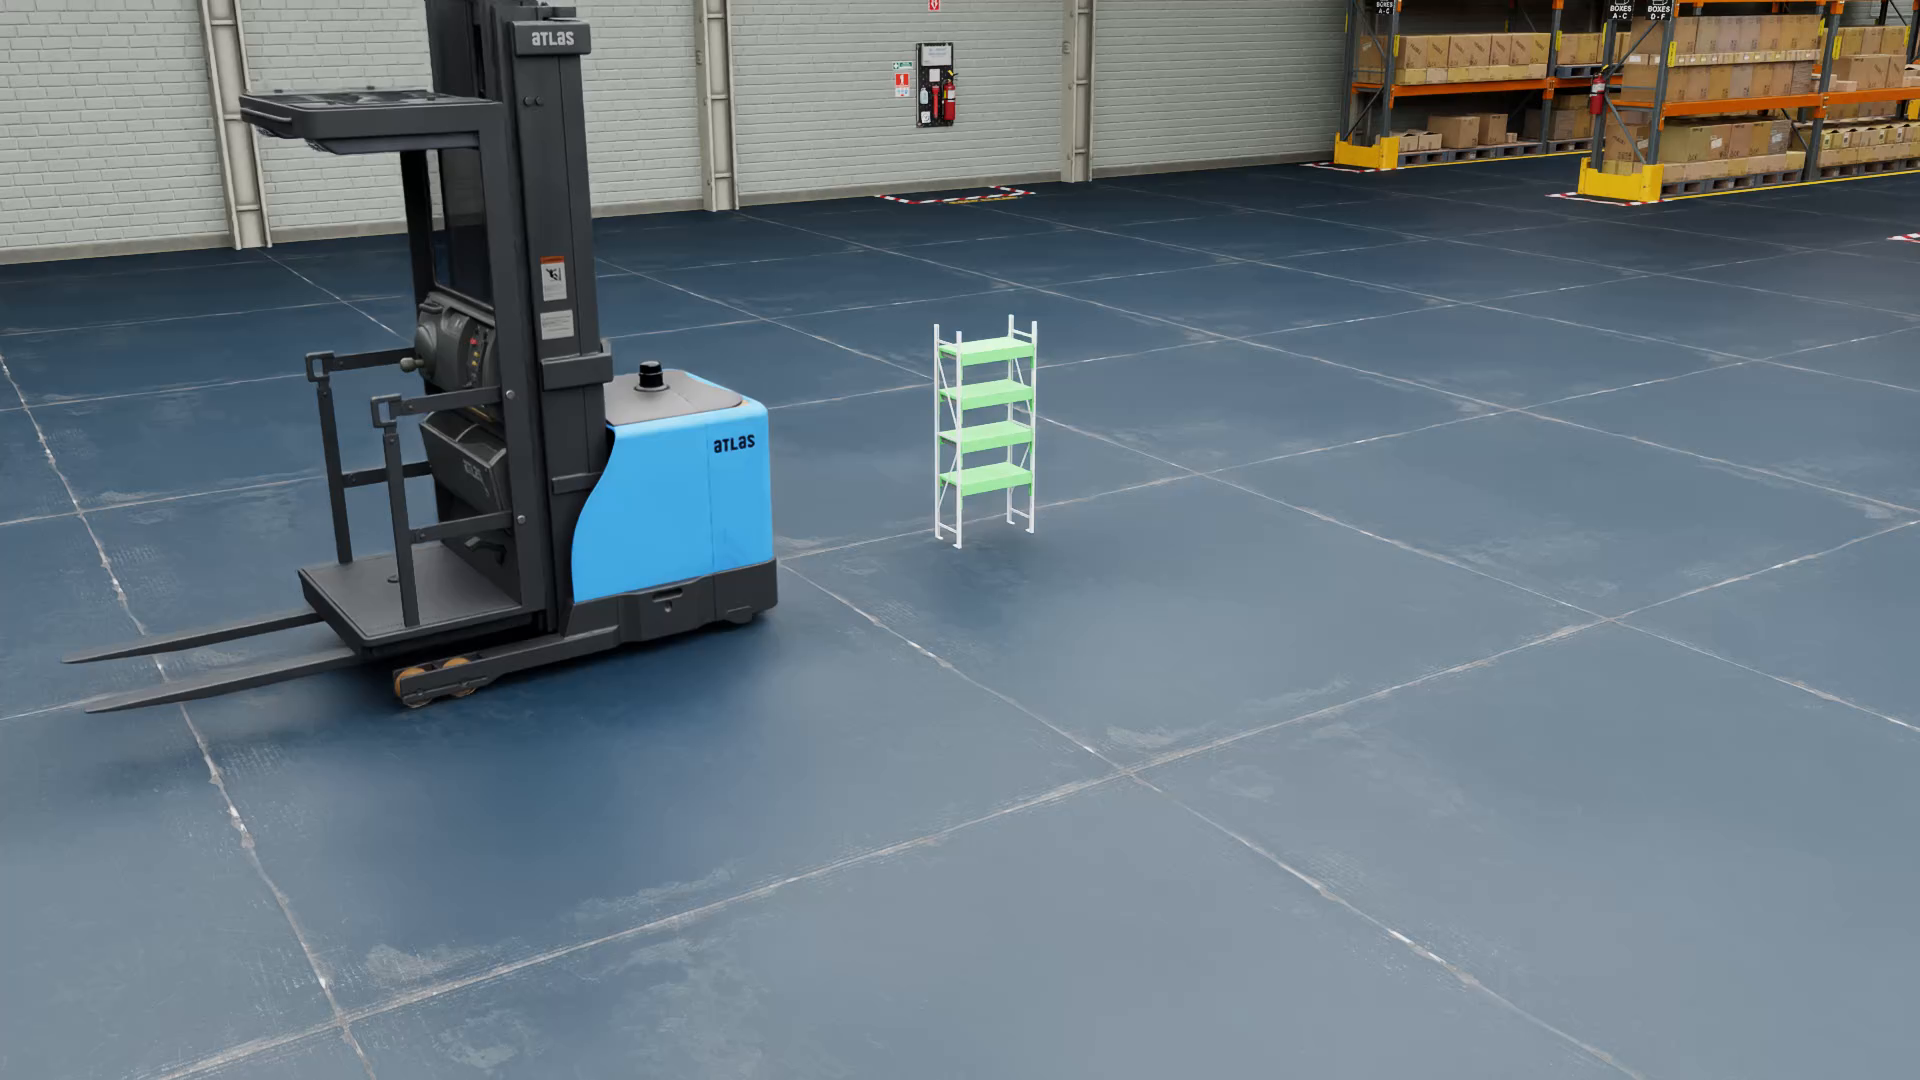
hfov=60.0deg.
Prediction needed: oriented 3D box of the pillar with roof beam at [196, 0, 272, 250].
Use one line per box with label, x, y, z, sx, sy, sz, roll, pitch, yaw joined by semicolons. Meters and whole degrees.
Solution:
pillar with roof beam;-5.873;-6.525;14.496;0.400;9.000;9.100;-12;22;-31

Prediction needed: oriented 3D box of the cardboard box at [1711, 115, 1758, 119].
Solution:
cardboard box;11.780;-6.195;25.351;0.500;0.500;0.500;-12;22;-31

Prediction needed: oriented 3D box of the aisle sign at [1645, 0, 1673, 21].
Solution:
aisle sign;9.525;-7.465;22.582;0.004;0.787;0.394;-12;22;-31

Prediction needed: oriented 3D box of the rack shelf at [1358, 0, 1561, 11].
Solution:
rack shelf;8.354;-9.083;27.869;4.000;0.370;1.077;-12;22;-31

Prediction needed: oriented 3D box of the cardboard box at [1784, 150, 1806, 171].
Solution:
cardboard box;12.485;-5.787;25.317;0.500;0.250;0.500;-12;22;-31

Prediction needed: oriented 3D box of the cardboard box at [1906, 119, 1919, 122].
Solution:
cardboard box;15.791;-6.740;27.258;0.500;0.311;0.500;-11;22;-30

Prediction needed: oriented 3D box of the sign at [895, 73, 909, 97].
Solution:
sign;-0.821;-6.471;23.645;0.234;0.329;0.001;-12;22;-31

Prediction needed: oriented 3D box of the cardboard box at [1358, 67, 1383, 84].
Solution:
cardboard box;6.968;-7.723;27.610;0.500;0.250;0.500;-12;22;-31

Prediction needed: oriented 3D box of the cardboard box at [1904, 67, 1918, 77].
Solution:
cardboard box;15.240;-7.588;27.144;0.500;0.311;0.500;-12;22;-32

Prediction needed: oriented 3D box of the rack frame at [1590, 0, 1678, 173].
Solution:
rack frame;9.412;-6.326;23.275;0.127;3.000;1.000;-12;22;-31

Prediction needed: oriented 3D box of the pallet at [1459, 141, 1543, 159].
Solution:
pallet;9.483;-6.907;29.345;1.213;0.211;1.003;-12;22;-31

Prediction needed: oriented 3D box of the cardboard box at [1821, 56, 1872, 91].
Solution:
cardboard box;13.843;-7.302;26.004;0.500;0.500;0.500;-10;21;-28

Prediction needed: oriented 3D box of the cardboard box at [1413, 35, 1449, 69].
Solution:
cardboard box;7.666;-8.033;27.353;0.500;0.500;0.500;-12;22;-31

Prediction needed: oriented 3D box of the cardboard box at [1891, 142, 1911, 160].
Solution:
cardboard box;14.938;-6.295;26.818;0.500;0.250;0.500;-11;22;-30

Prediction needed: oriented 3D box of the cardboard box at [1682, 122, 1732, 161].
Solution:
cardboard box;10.809;-5.793;24.164;0.500;0.500;0.500;-12;22;-31

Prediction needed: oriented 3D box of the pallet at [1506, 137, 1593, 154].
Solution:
pallet;10.674;-7.172;30.129;1.213;0.211;1.003;-12;22;-31

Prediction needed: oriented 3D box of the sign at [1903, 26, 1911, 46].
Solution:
sign;15.787;-8.390;27.694;0.005;0.325;0.100;-12;22;-31

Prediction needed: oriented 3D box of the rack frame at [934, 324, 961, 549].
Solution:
rack frame;-0.066;-0.555;9.012;0.015;1.200;0.240;-12;22;-31

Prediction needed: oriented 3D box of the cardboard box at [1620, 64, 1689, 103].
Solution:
cardboard box;9.809;-6.453;23.492;0.500;0.500;0.700;-12;22;-31

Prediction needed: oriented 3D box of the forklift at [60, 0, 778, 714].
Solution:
forklift;-2.389;-0.863;7.222;3.031;2.935;1.130;-13;22;-33

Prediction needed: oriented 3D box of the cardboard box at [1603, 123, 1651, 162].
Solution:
cardboard box;9.696;-5.752;24.042;0.500;0.500;0.500;-12;22;-31

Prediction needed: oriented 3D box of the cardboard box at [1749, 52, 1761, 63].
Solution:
cardboard box;11.362;-7.010;24.126;0.250;0.149;0.380;-11;22;-30

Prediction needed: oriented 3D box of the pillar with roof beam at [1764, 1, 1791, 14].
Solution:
pillar with roof beam;19.183;-11.810;30.126;0.400;9.000;9.100;-12;22;-31

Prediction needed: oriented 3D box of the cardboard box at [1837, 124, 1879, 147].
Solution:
cardboard box;14.087;-6.378;26.187;0.500;0.311;0.500;-13;22;-33

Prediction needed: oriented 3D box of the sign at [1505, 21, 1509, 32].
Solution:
sign;9.717;-9.052;29.528;0.005;0.325;0.100;-12;22;-31

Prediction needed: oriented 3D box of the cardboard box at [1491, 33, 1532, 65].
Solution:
cardboard box;9.386;-8.394;28.421;0.500;0.500;0.500;-12;22;-32

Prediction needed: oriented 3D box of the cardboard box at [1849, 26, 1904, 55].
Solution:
cardboard box;19.025;-10.388;34.819;0.700;0.700;0.980;-12;22;-32

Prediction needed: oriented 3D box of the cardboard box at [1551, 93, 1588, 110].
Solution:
cardboard box;10.996;-7.947;30.115;0.500;0.250;0.500;-12;22;-33

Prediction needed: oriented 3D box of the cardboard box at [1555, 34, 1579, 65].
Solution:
cardboard box;10.469;-8.692;29.428;0.500;0.500;0.700;-12;22;-31

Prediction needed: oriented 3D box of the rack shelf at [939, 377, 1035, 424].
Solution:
rack shelf;0.138;-0.764;9.082;0.480;0.148;0.258;-12;22;-31

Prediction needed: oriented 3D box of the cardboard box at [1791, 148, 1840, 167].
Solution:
cardboard box;13.225;-5.932;25.746;0.500;0.250;0.500;-13;22;-33

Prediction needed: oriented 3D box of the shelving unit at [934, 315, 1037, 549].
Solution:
shelving unit;0.138;-0.598;9.139;0.503;1.200;0.258;-12;22;-31

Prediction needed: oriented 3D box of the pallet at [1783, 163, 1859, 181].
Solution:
pallet;13.346;-5.850;26.220;1.213;0.211;1.003;-12;22;-31

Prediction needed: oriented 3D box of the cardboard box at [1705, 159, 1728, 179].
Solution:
cardboard box;10.815;-5.435;24.275;0.500;0.250;0.500;-12;22;-31

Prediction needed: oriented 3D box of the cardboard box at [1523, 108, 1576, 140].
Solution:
cardboard box;10.630;-7.514;30.003;0.500;0.500;0.700;-11;22;-30

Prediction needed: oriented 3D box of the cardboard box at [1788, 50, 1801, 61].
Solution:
cardboard box;12.218;-7.191;24.662;0.250;0.149;0.380;-13;22;-33

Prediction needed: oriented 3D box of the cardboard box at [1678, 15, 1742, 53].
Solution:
cardboard box;10.710;-7.260;23.853;0.500;0.500;0.700;-12;22;-31

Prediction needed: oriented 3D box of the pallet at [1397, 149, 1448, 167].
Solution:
pallet;7.445;-6.477;28.073;1.213;0.211;1.003;-12;22;-31

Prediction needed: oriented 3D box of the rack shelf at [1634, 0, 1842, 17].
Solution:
rack shelf;11.082;-7.759;23.951;4.000;0.370;1.077;-12;22;-31

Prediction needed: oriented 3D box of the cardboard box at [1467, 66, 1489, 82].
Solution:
cardboard box;8.544;-7.862;28.020;0.500;0.250;0.500;-12;22;-31

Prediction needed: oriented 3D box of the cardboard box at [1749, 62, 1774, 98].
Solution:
cardboard box;11.527;-6.817;24.568;0.500;0.500;0.700;-12;22;-31

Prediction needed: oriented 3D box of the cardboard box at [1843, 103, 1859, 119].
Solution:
cardboard box;18.238;-9.061;34.610;0.500;0.500;0.700;-11;22;-30

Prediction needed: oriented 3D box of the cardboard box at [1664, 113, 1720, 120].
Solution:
cardboard box;14.052;-8.335;31.916;0.750;0.750;0.750;-12;22;-32

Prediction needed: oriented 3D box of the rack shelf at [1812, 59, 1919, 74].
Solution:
rack shelf;18.377;-9.776;34.601;4.000;0.370;1.077;-12;22;-31

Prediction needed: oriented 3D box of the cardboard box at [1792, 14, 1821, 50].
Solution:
cardboard box;12.385;-7.613;24.899;0.500;0.500;0.700;-12;22;-31

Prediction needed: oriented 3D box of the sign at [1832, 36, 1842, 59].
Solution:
sign;13.059;-7.330;24.769;0.005;0.325;0.100;-12;22;-31

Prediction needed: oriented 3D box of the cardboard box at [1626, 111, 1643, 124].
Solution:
cardboard box;12.299;-7.884;31.097;0.500;0.500;0.700;-12;22;-31

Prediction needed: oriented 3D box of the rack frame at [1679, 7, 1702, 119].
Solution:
rack frame;13.366;-9.060;31.360;0.127;3.000;1.000;-12;22;-31

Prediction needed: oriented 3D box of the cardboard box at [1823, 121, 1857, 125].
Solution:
cardboard box;14.204;-6.609;26.873;0.500;0.311;0.500;-12;22;-32

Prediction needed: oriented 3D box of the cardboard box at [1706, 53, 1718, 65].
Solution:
cardboard box;10.498;-6.827;23.587;0.250;0.149;0.380;-12;22;-32

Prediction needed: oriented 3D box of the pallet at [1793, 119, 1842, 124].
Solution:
pallet;17.384;-8.557;34.225;1.213;0.211;1.003;-12;22;-31

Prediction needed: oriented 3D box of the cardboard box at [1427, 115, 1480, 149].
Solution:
cardboard box;8.428;-6.989;28.451;0.500;0.500;0.700;-14;23;-35
